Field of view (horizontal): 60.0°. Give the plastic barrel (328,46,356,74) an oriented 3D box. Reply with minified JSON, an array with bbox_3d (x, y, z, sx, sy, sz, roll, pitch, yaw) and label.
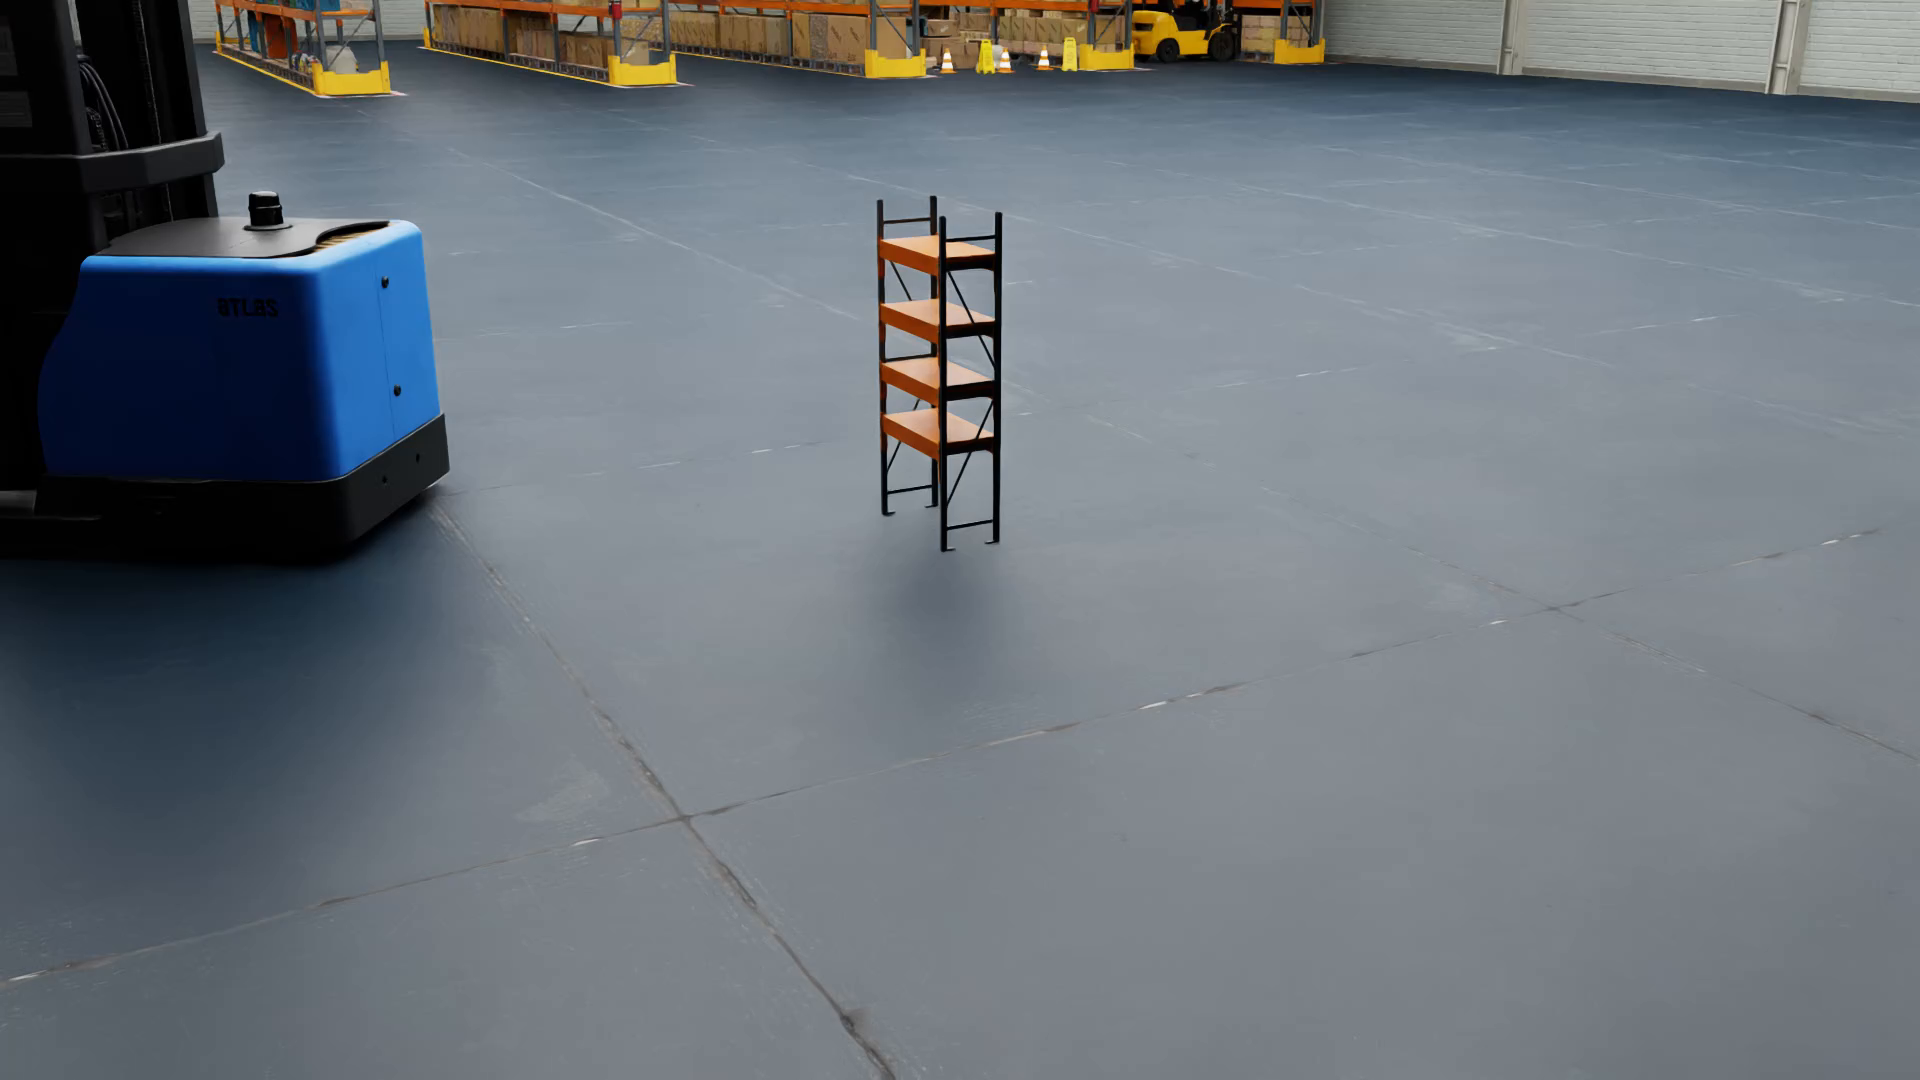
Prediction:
[{"bbox_3d":[-10.397,-8.033,27.982,0.421,0.512,0.421,0,19,0],"label":"plastic barrel"}]

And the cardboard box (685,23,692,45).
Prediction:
[{"bbox_3d":[-6.313,-12.248,40.216,0.500,0.500,0.500,-10,21,-26],"label":"cardboard box"}]

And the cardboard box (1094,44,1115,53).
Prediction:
[{"bbox_3d":[2.923,-10.308,34.978,0.500,0.250,0.500,-10,21,-27],"label":"cardboard box"}]

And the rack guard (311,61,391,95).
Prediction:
[{"bbox_3d":[-10.095,-7.666,27.581,1.175,0.500,0.348,-10,21,-27],"label":"rack guard"}]

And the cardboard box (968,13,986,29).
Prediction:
[{"bbox_3d":[0.573,-14.906,47.919,0.500,0.500,0.500,-10,21,-26],"label":"cardboard box"}]

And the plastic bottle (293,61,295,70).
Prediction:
[{"bbox_3d":[-12.055,-8.649,30.212,0.097,0.201,0.097,0,19,0],"label":"plastic bottle"}]

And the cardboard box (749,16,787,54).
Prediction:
[{"bbox_3d":[-3.974,-11.065,36.403,1.050,0.750,0.750,-10,21,-27],"label":"cardboard box"}]

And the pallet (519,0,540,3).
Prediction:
[{"bbox_3d":[-8.481,-11.244,34.413,1.003,0.211,1.213,-10,21,-27],"label":"pallet"}]

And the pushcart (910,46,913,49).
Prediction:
[{"bbox_3d":[-0.819,-10.676,36.493,0.936,0.377,1.648,16,25,39],"label":"pushcart"}]

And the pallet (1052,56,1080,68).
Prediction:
[{"bbox_3d":[2.672,-10.078,35.013,1.003,0.211,1.213,-10,21,-27],"label":"pallet"}]

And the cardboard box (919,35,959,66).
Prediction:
[{"bbox_3d":[-0.451,-10.399,35.287,0.797,0.637,0.503,-10,21,-27],"label":"cardboard box"}]

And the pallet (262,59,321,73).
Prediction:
[{"bbox_3d":[-13.483,-9.583,33.579,1.003,0.211,1.213,-10,21,-27],"label":"pallet"}]

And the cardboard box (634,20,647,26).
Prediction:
[{"bbox_3d":[-8.336,-13.569,43.672,0.380,0.149,0.250,-9,21,-25],"label":"cardboard box"}]

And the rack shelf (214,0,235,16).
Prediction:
[{"bbox_3d":[-16.665,-12.512,38.895,1.077,0.370,4.000,-10,21,-27],"label":"rack shelf"}]

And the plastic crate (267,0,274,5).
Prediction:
[{"bbox_3d":[-12.992,-10.337,31.815,0.450,0.188,0.662,-10,21,-27],"label":"plastic crate"}]

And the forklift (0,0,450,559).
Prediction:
[{"bbox_3d":[-3.612,-1.505,5.999,3.031,2.935,1.130,2,19,5],"label":"forklift"}]

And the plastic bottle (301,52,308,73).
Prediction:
[{"bbox_3d":[-11.519,-8.411,29.296,0.144,0.351,0.185,-9,21,-24],"label":"plastic bottle"}]

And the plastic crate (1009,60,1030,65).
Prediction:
[{"bbox_3d":[1.187,-10.326,35.932,0.583,0.080,0.402,16,25,39],"label":"plastic crate"}]

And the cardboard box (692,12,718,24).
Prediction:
[{"bbox_3d":[-6.077,-12.455,39.665,0.500,0.250,0.500,-9,21,-25],"label":"cardboard box"}]

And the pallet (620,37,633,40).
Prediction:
[{"bbox_3d":[-8.452,-13.354,44.507,1.003,0.211,1.213,-10,21,-27],"label":"pallet"}]

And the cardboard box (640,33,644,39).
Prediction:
[{"bbox_3d":[-8.130,-13.141,43.344,0.380,0.149,0.250,-10,21,-27],"label":"cardboard box"}]

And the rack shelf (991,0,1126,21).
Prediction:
[{"bbox_3d":[2.113,-11.369,35.584,1.077,0.370,4.000,-10,21,-27],"label":"rack shelf"}]

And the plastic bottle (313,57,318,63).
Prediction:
[{"bbox_3d":[-11.278,-8.309,29.104,0.061,0.283,0.133,-10,21,-27],"label":"plastic bottle"}]

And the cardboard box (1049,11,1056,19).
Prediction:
[{"bbox_3d":[2.103,-11.052,34.990,0.380,0.149,0.250,-10,21,-26],"label":"cardboard box"}]

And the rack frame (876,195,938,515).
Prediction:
[{"bbox_3d":[-0.194,-0.685,6.276,0.240,1.200,0.015,-10,21,-27],"label":"rack frame"}]

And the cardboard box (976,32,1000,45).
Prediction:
[{"bbox_3d":[0.912,-11.390,37.926,0.950,0.372,0.625,-10,21,-26],"label":"cardboard box"}]

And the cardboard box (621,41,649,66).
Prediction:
[{"bbox_3d":[-5.940,-8.799,30.221,0.500,0.500,0.500,-6,20,-17],"label":"cardboard box"}]

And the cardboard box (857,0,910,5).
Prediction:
[{"bbox_3d":[-1.462,-10.510,31.761,0.875,0.550,0.550,-10,21,-27],"label":"cardboard box"}]

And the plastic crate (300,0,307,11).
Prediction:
[{"bbox_3d":[-10.822,-9.047,27.980,0.499,0.251,0.408,-10,21,-27],"label":"plastic crate"}]

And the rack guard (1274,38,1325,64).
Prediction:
[{"bbox_3d":[7.441,-10.717,36.422,1.175,0.500,0.348,-10,21,-27],"label":"rack guard"}]

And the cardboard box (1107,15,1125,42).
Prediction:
[{"bbox_3d":[4.232,-12.910,41.943,0.875,0.625,0.625,-9,21,-25],"label":"cardboard box"}]

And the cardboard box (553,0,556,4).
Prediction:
[{"bbox_3d":[-7.721,-10.521,32.409,0.380,0.149,0.250,-10,21,-27],"label":"cardboard box"}]

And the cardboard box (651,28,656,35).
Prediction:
[{"bbox_3d":[-7.655,-12.967,42.382,0.380,0.149,0.250,-11,22,-29],"label":"cardboard box"}]

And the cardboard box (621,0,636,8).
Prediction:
[{"bbox_3d":[-5.976,-9.531,29.540,0.380,0.149,0.250,-10,21,-27],"label":"cardboard box"}]

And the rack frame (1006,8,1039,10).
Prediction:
[{"bbox_3d":[1.731,-15.350,46.017,1.000,3.000,0.127,-10,21,-27],"label":"rack frame"}]

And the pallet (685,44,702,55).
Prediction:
[{"bbox_3d":[-5.989,-11.892,40.271,1.003,0.211,1.213,-10,21,-27],"label":"pallet"}]

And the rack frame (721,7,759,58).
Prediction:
[{"bbox_3d":[-5.044,-12.636,38.152,1.000,3.000,0.127,-10,21,-27],"label":"rack frame"}]

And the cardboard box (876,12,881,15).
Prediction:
[{"bbox_3d":[-1.835,-13.350,42.836,0.875,0.875,0.875,-9,21,-25],"label":"cardboard box"}]

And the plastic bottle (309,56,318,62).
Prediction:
[{"bbox_3d":[-11.489,-8.460,29.550,0.152,0.276,0.135,-10,21,-27],"label":"plastic bottle"}]

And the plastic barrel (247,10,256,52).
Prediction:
[{"bbox_3d":[-15.472,-11.326,36.928,0.600,0.901,0.708,-10,21,-27],"label":"plastic barrel"}]

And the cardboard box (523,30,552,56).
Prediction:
[{"bbox_3d":[-8.847,-10.577,35.342,0.700,0.500,0.500,-12,22,-31],"label":"cardboard box"}]

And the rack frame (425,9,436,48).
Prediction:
[{"bbox_3d":[-13.256,-14.193,42.665,1.000,3.000,0.127,-10,21,-27],"label":"rack frame"}]

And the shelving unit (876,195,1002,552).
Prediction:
[{"bbox_3d":[-0.079,-0.615,6.073,0.258,1.200,0.503,-10,21,-27],"label":"shelving unit"}]

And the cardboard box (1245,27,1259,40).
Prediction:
[{"bbox_3d":[6.695,-11.277,37.019,0.500,0.250,0.500,-10,22,-27],"label":"cardboard box"}]

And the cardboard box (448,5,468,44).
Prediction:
[{"bbox_3d":[-12.027,-12.699,40.949,0.875,0.875,0.875,-10,21,-27],"label":"cardboard box"}]

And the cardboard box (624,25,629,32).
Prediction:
[{"bbox_3d":[-8.740,-13.646,44.351,0.380,0.149,0.250,-10,21,-27],"label":"cardboard box"}]

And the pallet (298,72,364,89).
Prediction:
[{"bbox_3d":[-11.051,-8.113,29.320,1.003,0.211,1.213,-10,21,-27],"label":"pallet"}]
